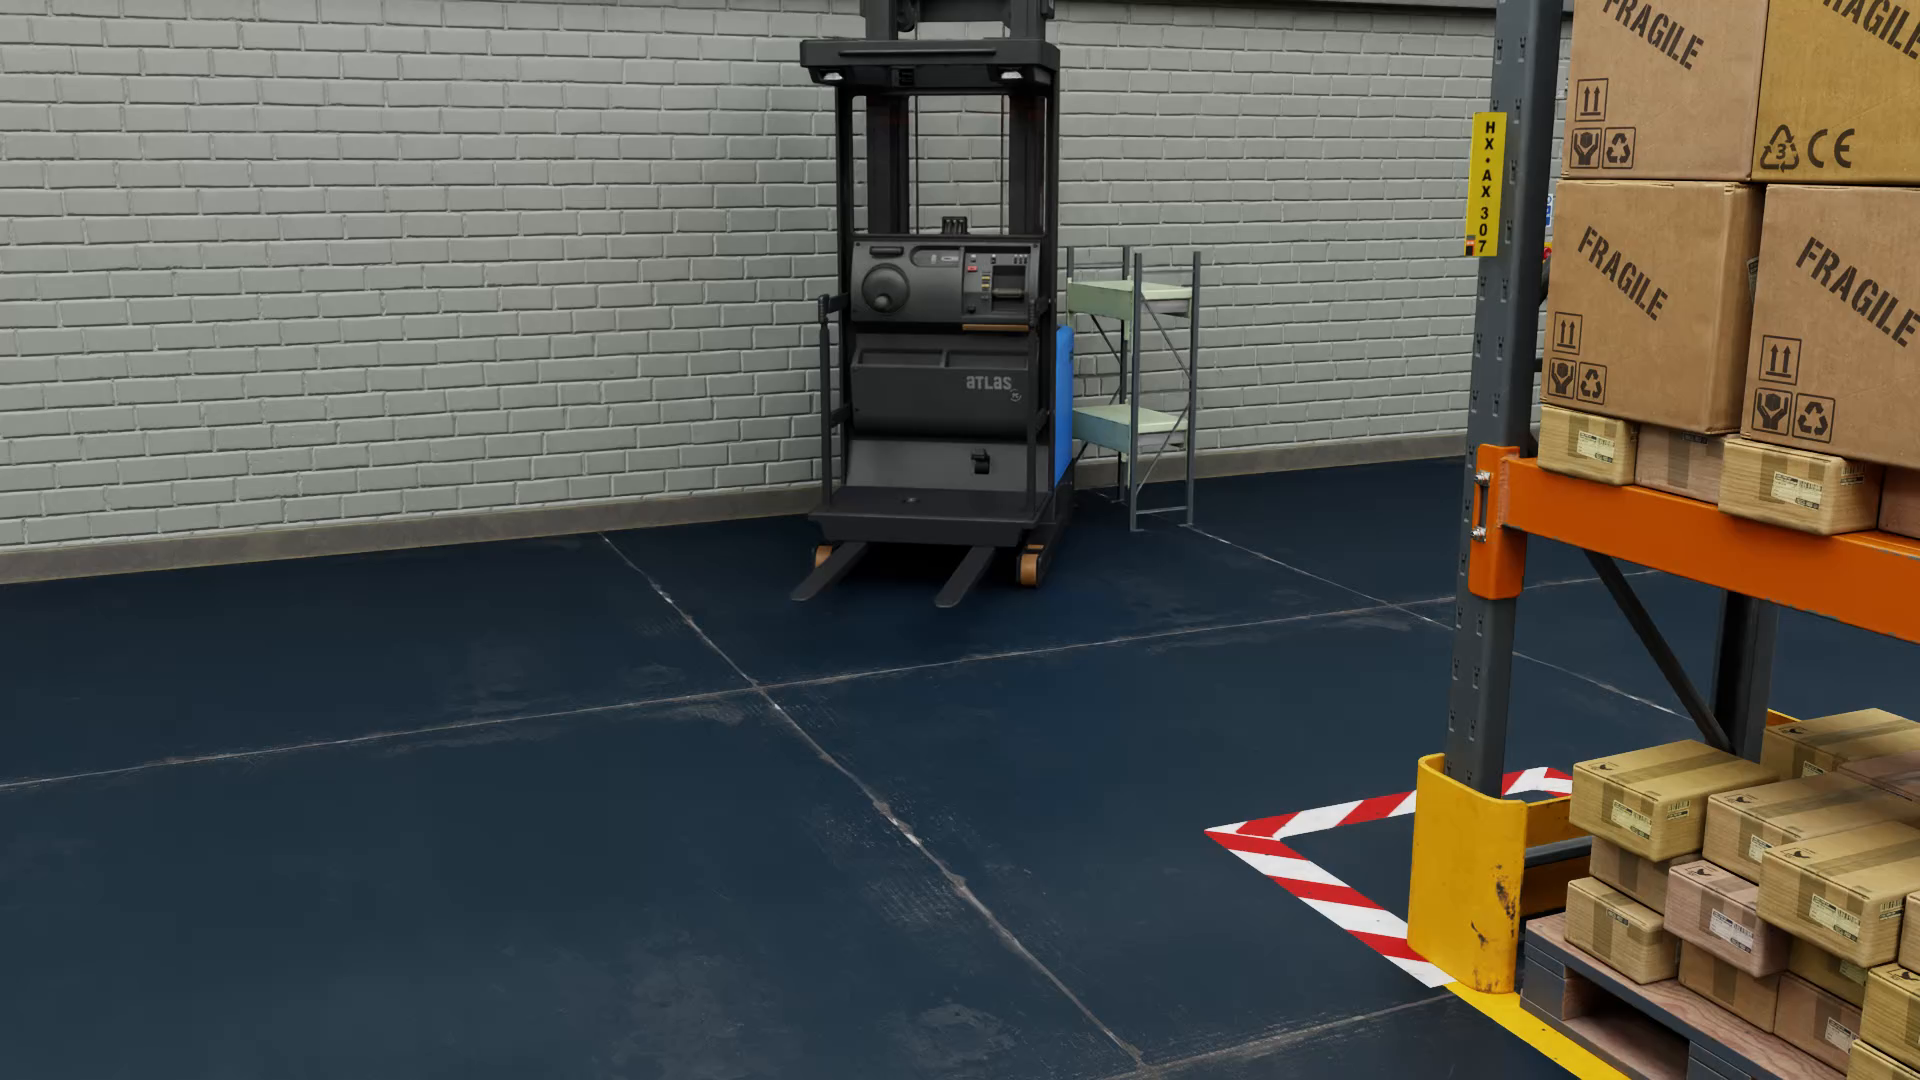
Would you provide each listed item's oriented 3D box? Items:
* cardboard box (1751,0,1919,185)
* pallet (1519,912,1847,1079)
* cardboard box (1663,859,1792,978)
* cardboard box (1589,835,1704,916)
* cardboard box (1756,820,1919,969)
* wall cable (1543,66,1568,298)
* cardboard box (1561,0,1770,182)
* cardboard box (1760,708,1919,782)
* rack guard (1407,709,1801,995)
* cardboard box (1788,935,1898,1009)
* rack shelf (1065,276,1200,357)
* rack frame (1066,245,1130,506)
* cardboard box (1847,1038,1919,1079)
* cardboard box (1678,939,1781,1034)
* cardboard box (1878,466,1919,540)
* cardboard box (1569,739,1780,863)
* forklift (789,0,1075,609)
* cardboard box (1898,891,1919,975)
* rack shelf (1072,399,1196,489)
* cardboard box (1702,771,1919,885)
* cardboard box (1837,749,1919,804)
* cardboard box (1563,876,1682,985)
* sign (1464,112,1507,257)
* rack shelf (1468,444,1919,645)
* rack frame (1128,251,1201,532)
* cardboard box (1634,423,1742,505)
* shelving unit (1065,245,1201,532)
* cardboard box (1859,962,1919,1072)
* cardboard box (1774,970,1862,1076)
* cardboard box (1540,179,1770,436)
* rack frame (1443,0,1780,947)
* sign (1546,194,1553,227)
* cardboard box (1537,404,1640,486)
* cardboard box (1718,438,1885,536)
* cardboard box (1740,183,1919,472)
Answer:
[{"bbox_3d":[1.860,-0.909,3.048,0.500,0.500,0.500,-5,14,-21],"label":"cardboard box"},{"bbox_3d":[2.039,1.096,3.665,1.003,0.211,1.213,-6,14,-23],"label":"pallet"},{"bbox_3d":[1.748,0.784,3.564,0.380,0.149,0.250,-6,14,-23],"label":"cardboard box"},{"bbox_3d":[1.690,0.722,3.830,0.380,0.149,0.250,-5,14,-21],"label":"cardboard box"},{"bbox_3d":[1.818,0.694,3.290,0.380,0.149,0.250,-6,14,-23],"label":"cardboard box"},{"bbox_3d":[3.930,-2.590,11.086,0.585,1.953,0.123,-6,14,-23],"label":"wall cable"},{"bbox_3d":[1.652,-1.013,3.496,0.500,0.500,0.500,-6,14,-23],"label":"cardboard box"},{"bbox_3d":[2.160,0.532,3.991,0.380,0.149,0.250,-5,14,-22],"label":"cardboard box"},{"bbox_3d":[1.746,0.785,4.371,1.175,0.500,0.348,-6,14,-23],"label":"rack guard"},{"bbox_3d":[1.927,0.826,3.380,0.380,0.149,0.250,-5,14,-22],"label":"cardboard box"},{"bbox_3d":[0.945,-1.248,9.207,0.431,0.370,0.720,-6,14,-25],"label":"rack shelf"},{"bbox_3d":[0.788,-0.943,9.617,0.400,1.500,0.023,-6,14,-25],"label":"rack frame"},{"bbox_3d":[1.920,1.033,3.147,0.380,0.149,0.250,-5,14,-22],"label":"cardboard box"},{"bbox_3d":[1.812,0.919,3.637,0.380,0.149,0.250,-6,14,-23],"label":"cardboard box"},{"bbox_3d":[1.973,-0.080,3.119,0.380,0.149,0.250,-5,14,-20],"label":"cardboard box"},{"bbox_3d":[1.614,0.584,3.764,0.380,0.149,0.250,-6,14,-26],"label":"cardboard box"},{"bbox_3d":[-0.107,-1.289,7.938,1.130,2.935,3.031,2,13,10],"label":"forklift"},{"bbox_3d":[1.993,0.738,3.101,0.380,0.149,0.250,-6,14,-26],"label":"cardboard box"},{"bbox_3d":[0.945,-0.551,9.368,0.431,0.370,0.720,-6,14,-25],"label":"rack shelf"},{"bbox_3d":[1.835,0.631,3.565,0.380,0.149,0.250,-5,14,-22],"label":"cardboard box"},{"bbox_3d":[2.208,0.589,3.744,0.380,0.149,0.250,-5,14,-22],"label":"cardboard box"},{"bbox_3d":[1.632,0.872,3.839,0.380,0.149,0.250,-5,14,-22],"label":"cardboard box"},{"bbox_3d":[1.218,-0.822,3.848,0.100,0.325,0.005,-6,14,-23],"label":"sign"},{"bbox_3d":[2.517,0.315,2.453,1.077,0.370,4.000,-6,14,-23],"label":"rack shelf"},{"bbox_3d":[1.102,-0.794,8.973,0.400,1.500,0.023,-6,14,-25],"label":"rack frame"},{"bbox_3d":[1.685,-0.181,3.558,0.380,0.149,0.250,-5,14,-21],"label":"cardboard box"},{"bbox_3d":[0.945,-0.868,9.295,0.431,1.500,0.755,-6,14,-25],"label":"shelving unit"},{"bbox_3d":[1.931,0.889,3.108,0.380,0.149,0.250,-5,14,-21],"label":"cardboard box"},{"bbox_3d":[1.918,0.970,3.418,0.380,0.149,0.250,-5,14,-22],"label":"cardboard box"},{"bbox_3d":[1.642,-0.525,3.604,0.500,0.500,0.500,-5,14,-20],"label":"cardboard box"},{"bbox_3d":[1.715,-0.449,4.157,1.000,3.000,0.127,-6,14,-23],"label":"rack frame"},{"bbox_3d":[3.862,-2.220,11.209,0.327,0.218,0.001,-6,14,-23],"label":"sign"},{"bbox_3d":[1.545,-0.230,3.769,0.380,0.149,0.250,-6,14,-23],"label":"cardboard box"},{"bbox_3d":[1.744,-0.121,3.297,0.380,0.149,0.250,-6,14,-25],"label":"cardboard box"},{"bbox_3d":[1.880,-0.417,3.136,0.500,0.500,0.500,-6,14,-23],"label":"cardboard box"}]
